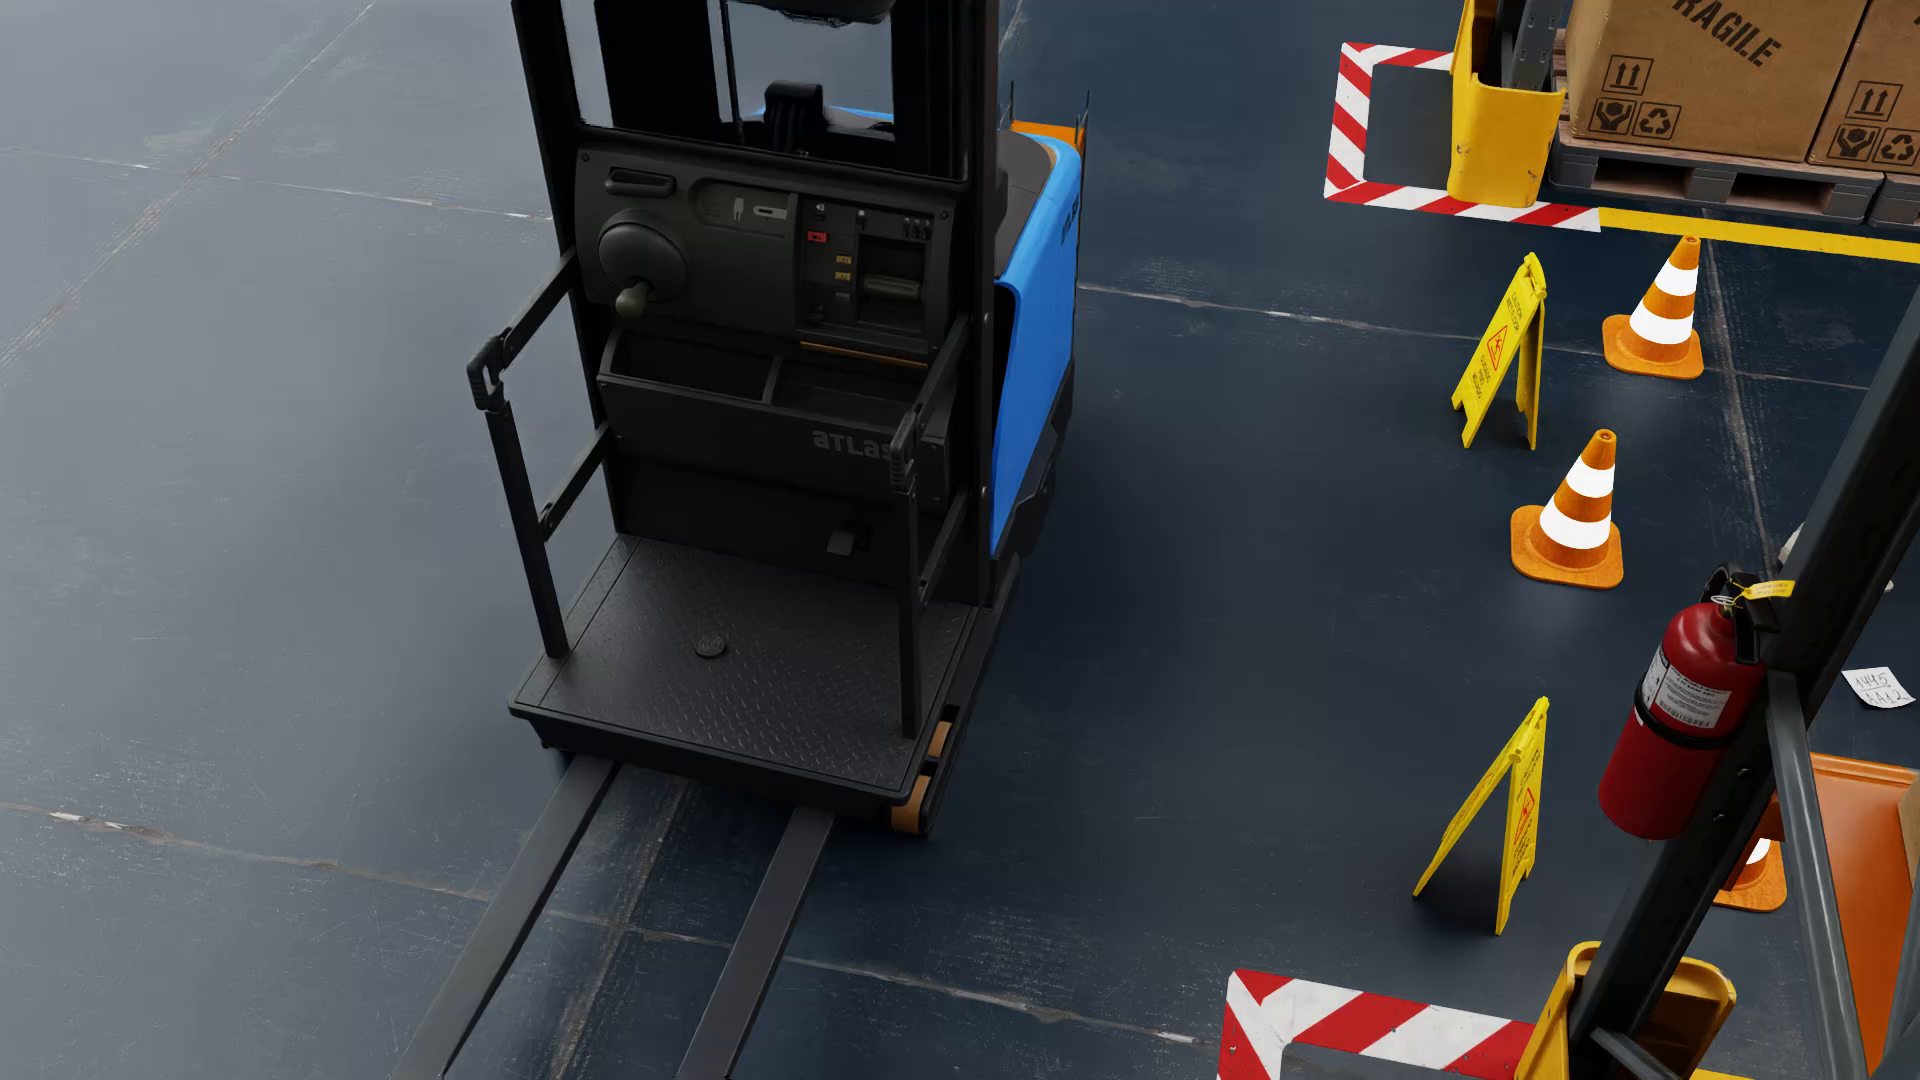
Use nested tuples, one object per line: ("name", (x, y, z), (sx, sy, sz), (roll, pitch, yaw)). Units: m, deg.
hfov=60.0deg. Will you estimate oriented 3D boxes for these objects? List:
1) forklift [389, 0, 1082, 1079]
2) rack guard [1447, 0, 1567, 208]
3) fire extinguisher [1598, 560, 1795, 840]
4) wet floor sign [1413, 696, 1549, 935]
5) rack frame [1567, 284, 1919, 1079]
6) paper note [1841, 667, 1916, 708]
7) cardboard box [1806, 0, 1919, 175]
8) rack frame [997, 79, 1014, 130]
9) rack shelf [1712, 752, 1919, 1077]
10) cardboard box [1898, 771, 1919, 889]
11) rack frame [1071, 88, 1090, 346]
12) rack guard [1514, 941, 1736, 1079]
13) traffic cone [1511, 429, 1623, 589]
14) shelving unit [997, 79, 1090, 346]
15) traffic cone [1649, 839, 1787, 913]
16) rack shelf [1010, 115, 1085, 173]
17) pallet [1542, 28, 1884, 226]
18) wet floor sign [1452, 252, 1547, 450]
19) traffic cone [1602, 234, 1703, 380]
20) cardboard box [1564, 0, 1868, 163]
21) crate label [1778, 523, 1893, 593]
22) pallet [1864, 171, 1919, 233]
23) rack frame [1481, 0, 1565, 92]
("forklift", (-0.523, -0.583, 3.743), (1.130, 2.935, 3.031), (11, 45, 12))
("rack guard", (2.249, -1.913, 6.877), (0.348, 0.500, 1.175), (9, 45, 9))
("fire extinguisher", (1.279, 0.254, 2.879), (0.183, 0.674, 0.296), (9, 45, 9))
("wet floor sign", (1.339, 0.650, 4.109), (0.232, 0.644, 0.267), (24, 49, 23))
("rack frame", (1.290, 0.557, 2.508), (0.053, 2.616, 0.949), (9, 45, 9))
("paper note", (2.648, 0.421, 4.791), (0.142, 0.019, 0.148), (-5, 44, -5))
("cardboard box", (3.808, -2.006, 6.401), (0.875, 0.875, 0.875), (8, 45, 8))
("rack frame", (0.136, -0.993, 5.515), (0.008, 1.050, 0.200), (10, 41, 10))
("rack shelf", (3.242, 1.117, 2.445), (4.000, 0.370, 1.077), (9, 45, 9))
("cardboard box", (1.702, 0.557, 2.689), (0.250, 0.149, 0.380), (10, 45, 10))
("rack frame", (0.373, -0.952, 5.473), (0.008, 1.050, 0.200), (10, 41, 10))
("rack guard", (1.365, 1.467, 3.365), (0.348, 0.500, 1.175), (9, 45, 9))
("traffic cone", (1.902, -0.142, 5.063), (0.334, 0.463, 0.336), (9, 45, 9))
("shelving unit", (0.255, -0.972, 5.494), (0.252, 1.050, 0.215), (10, 41, 10))
("traffic cone", (1.992, 0.661, 4.230), (0.334, 0.463, 0.336), (9, 45, 9))
("rack shelf", (0.259, -1.180, 5.317), (0.240, 0.259, 0.215), (10, 41, 10))
("pallet", (3.070, -1.737, 6.903), (1.213, 0.211, 1.003), (9, 45, 9))
("wet floor sign", (1.812, -0.626, 5.436), (0.232, 0.644, 0.267), (2, 44, 2))
("traffic cone", (2.481, -0.855, 5.805), (0.334, 0.463, 0.336), (9, 45, 9))
("cardboard box", (2.949, -2.138, 6.538), (0.875, 0.875, 0.875), (9, 45, 9))
("crate label", (2.683, 0.053, 5.096), (0.298, 0.136, 0.250), (-12, 45, -12))
("pallet", (4.257, -1.551, 6.709), (1.213, 0.211, 1.003), (9, 45, 9))
("rack frame", (2.273, -2.810, 6.007), (0.127, 3.000, 1.000), (9, 45, 9))
